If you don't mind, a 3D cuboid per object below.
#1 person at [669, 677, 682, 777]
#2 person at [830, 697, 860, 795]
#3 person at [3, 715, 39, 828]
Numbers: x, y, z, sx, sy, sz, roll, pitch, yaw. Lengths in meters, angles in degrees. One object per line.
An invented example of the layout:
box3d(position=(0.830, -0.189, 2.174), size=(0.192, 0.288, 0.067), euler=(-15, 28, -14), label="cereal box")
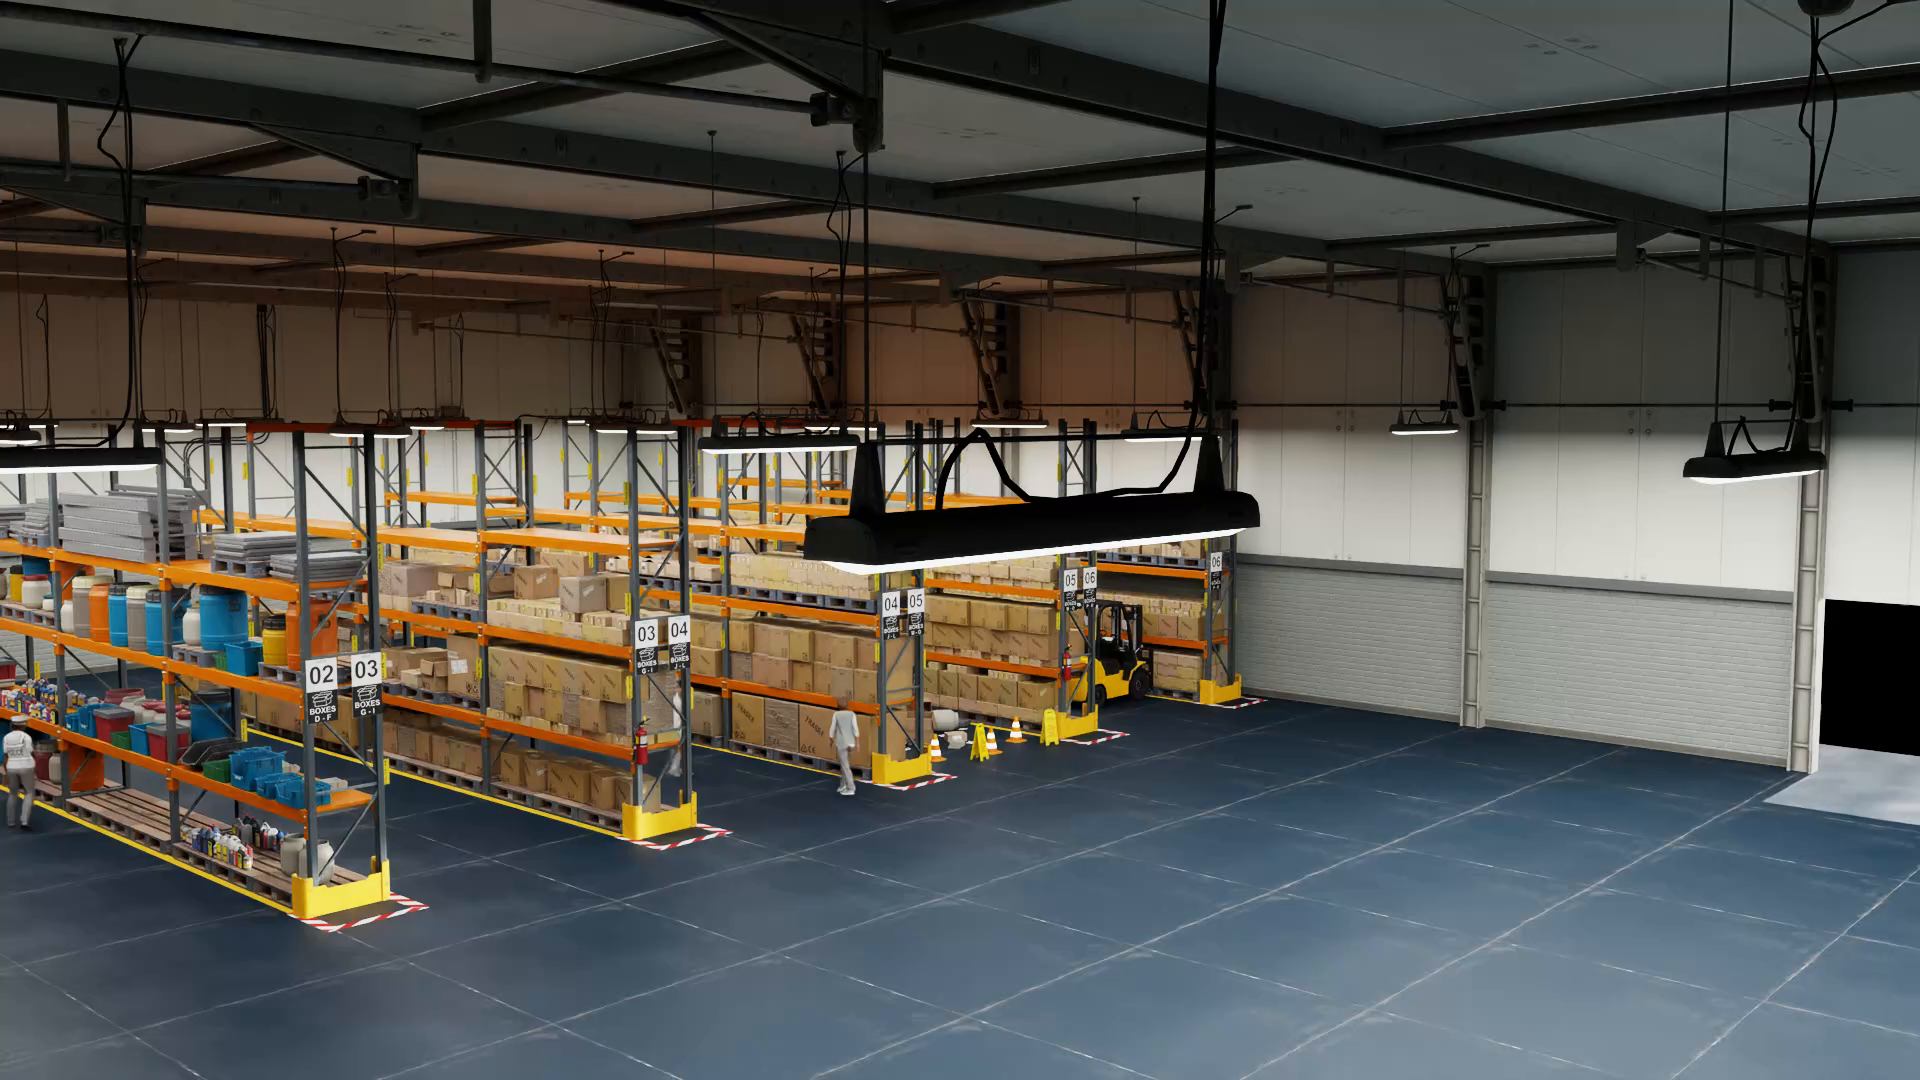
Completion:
box3d(position=(-4.861, 3.219, 28.471), size=(0.366, 1.750, 0.528), euler=(-1, 5, -10), label="person")
box3d(position=(-1.871, 3.346, 26.982), size=(0.376, 1.621, 0.699), euler=(-3, 6, -34), label="person")
box3d(position=(-14.089, 3.458, 24.849), size=(0.526, 1.662, 0.449), euler=(0, 5, 3), label="person")
